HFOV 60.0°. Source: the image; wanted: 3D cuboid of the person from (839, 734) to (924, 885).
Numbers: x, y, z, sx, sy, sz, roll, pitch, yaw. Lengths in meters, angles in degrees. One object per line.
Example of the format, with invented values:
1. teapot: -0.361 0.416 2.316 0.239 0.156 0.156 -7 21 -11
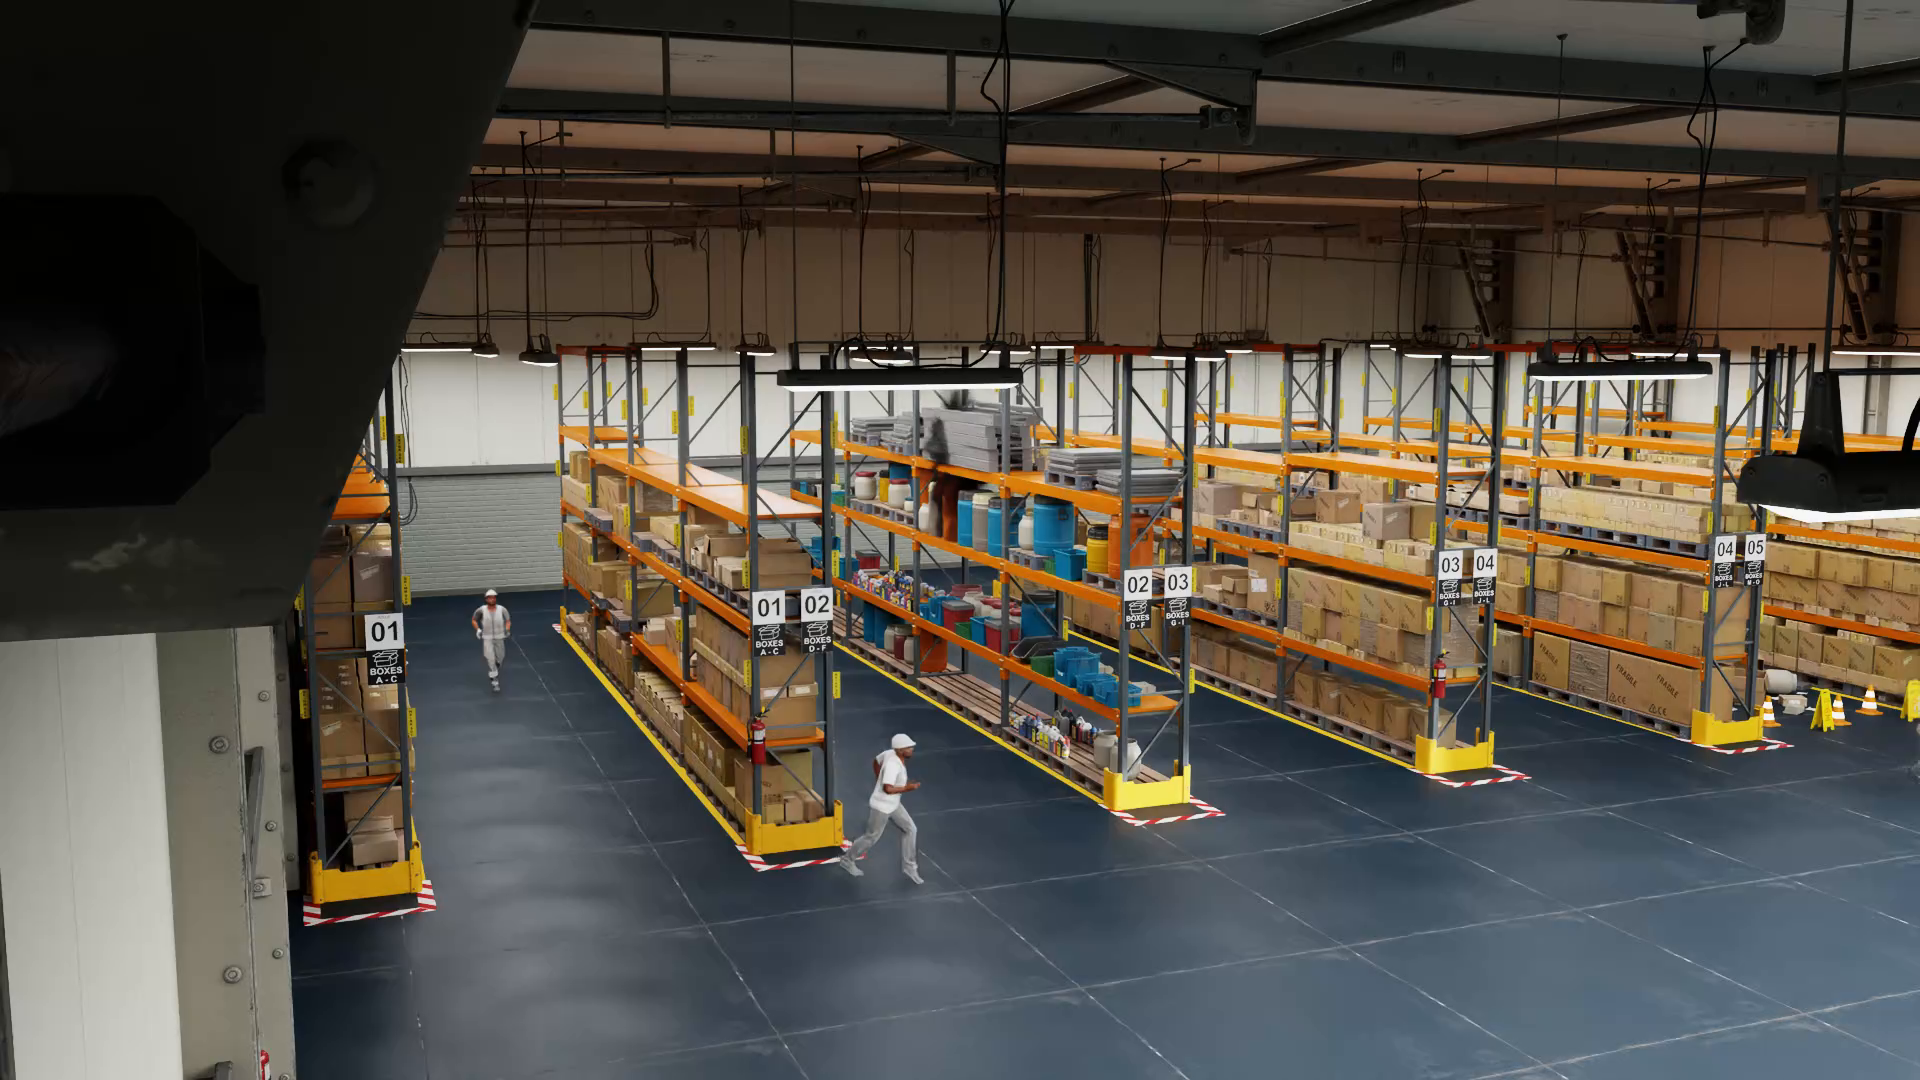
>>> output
1. person: -0.907 3.079 18.984 0.981 1.775 0.694 2 7 12

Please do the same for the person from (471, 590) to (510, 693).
1. person: -8.239 1.753 29.280 0.655 1.774 0.845 -3 8 -22
